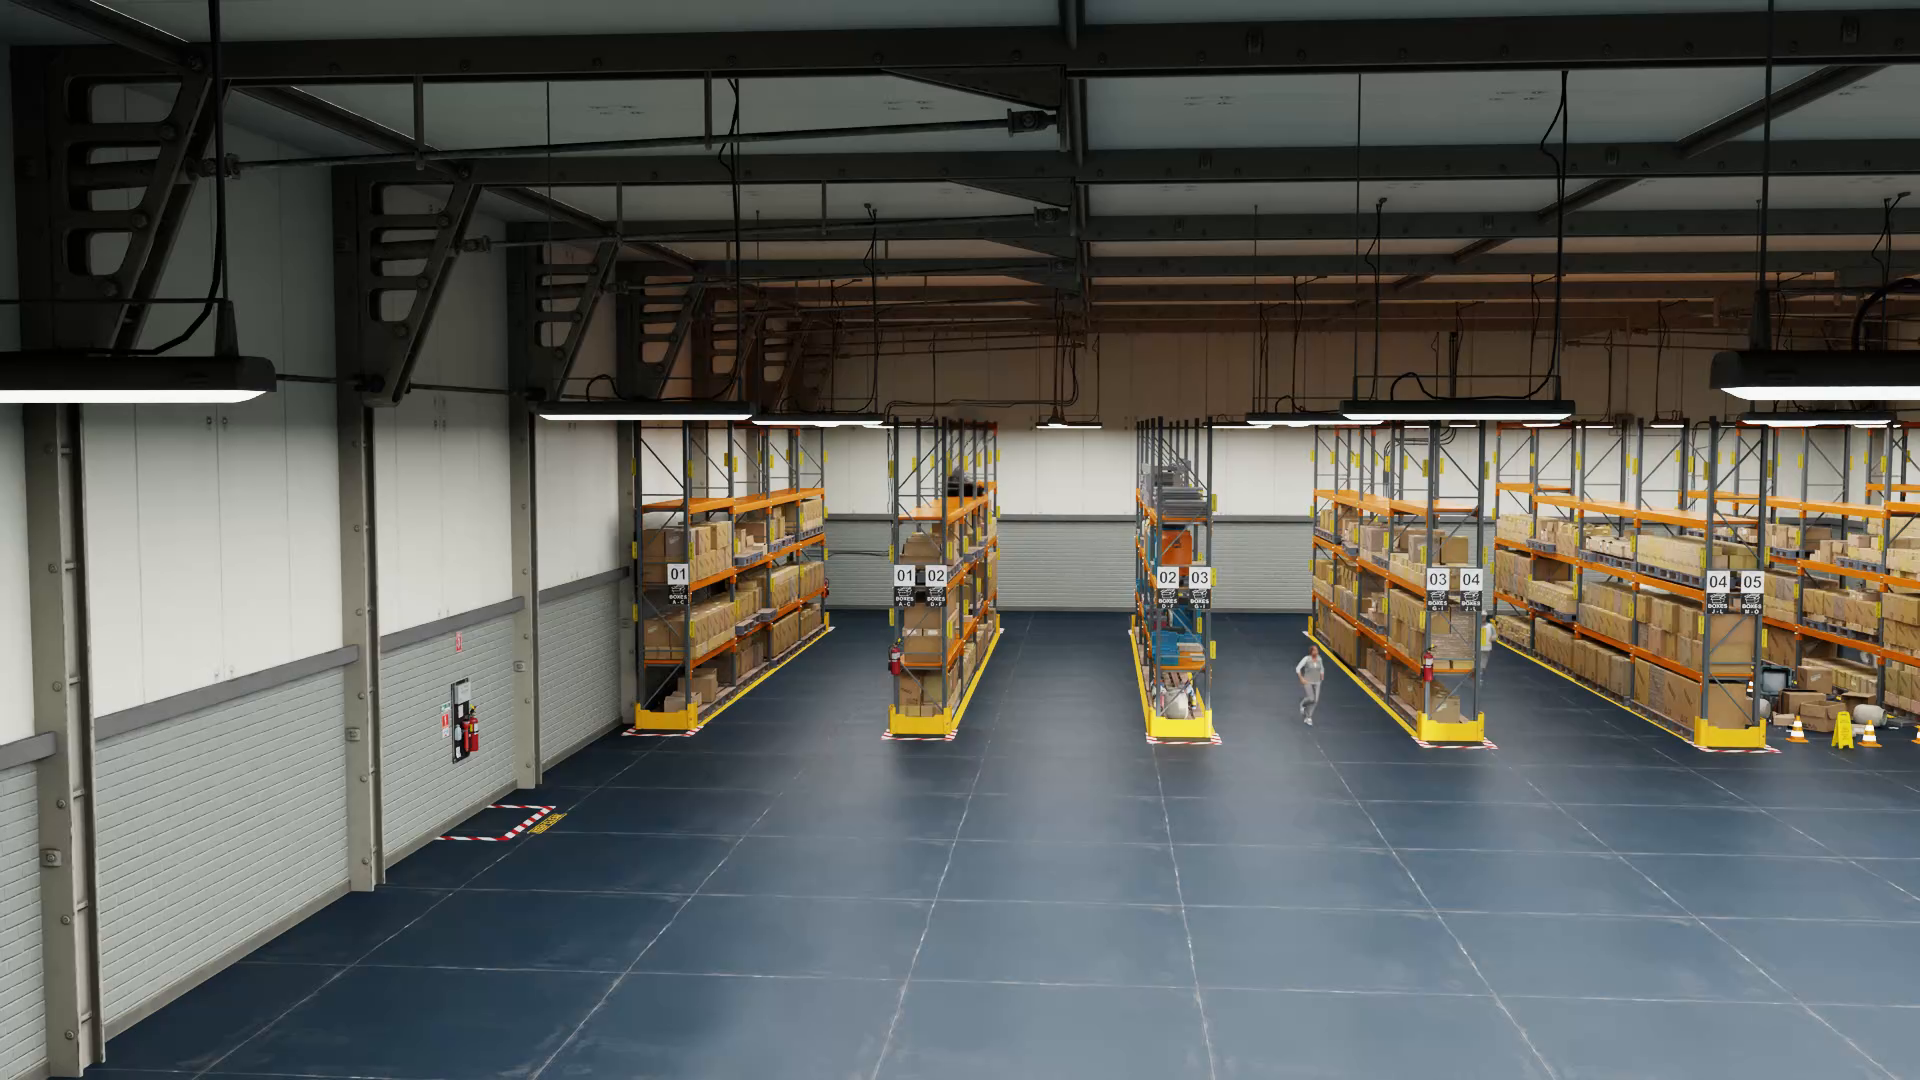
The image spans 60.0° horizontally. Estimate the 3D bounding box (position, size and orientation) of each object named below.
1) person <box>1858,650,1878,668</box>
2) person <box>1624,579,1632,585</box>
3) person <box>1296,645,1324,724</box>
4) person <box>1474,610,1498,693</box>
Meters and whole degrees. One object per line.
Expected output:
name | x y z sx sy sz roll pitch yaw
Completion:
person | 21.551 2.278 39.436 0.741 1.795 0.735 1 4 8
person | 18.911 1.819 47.064 0.903 1.662 0.608 0 4 -1
person | 6.892 2.825 32.624 0.552 1.558 0.532 -1 4 -16
person | 11.528 2.444 36.738 0.644 1.821 0.788 0 4 0
